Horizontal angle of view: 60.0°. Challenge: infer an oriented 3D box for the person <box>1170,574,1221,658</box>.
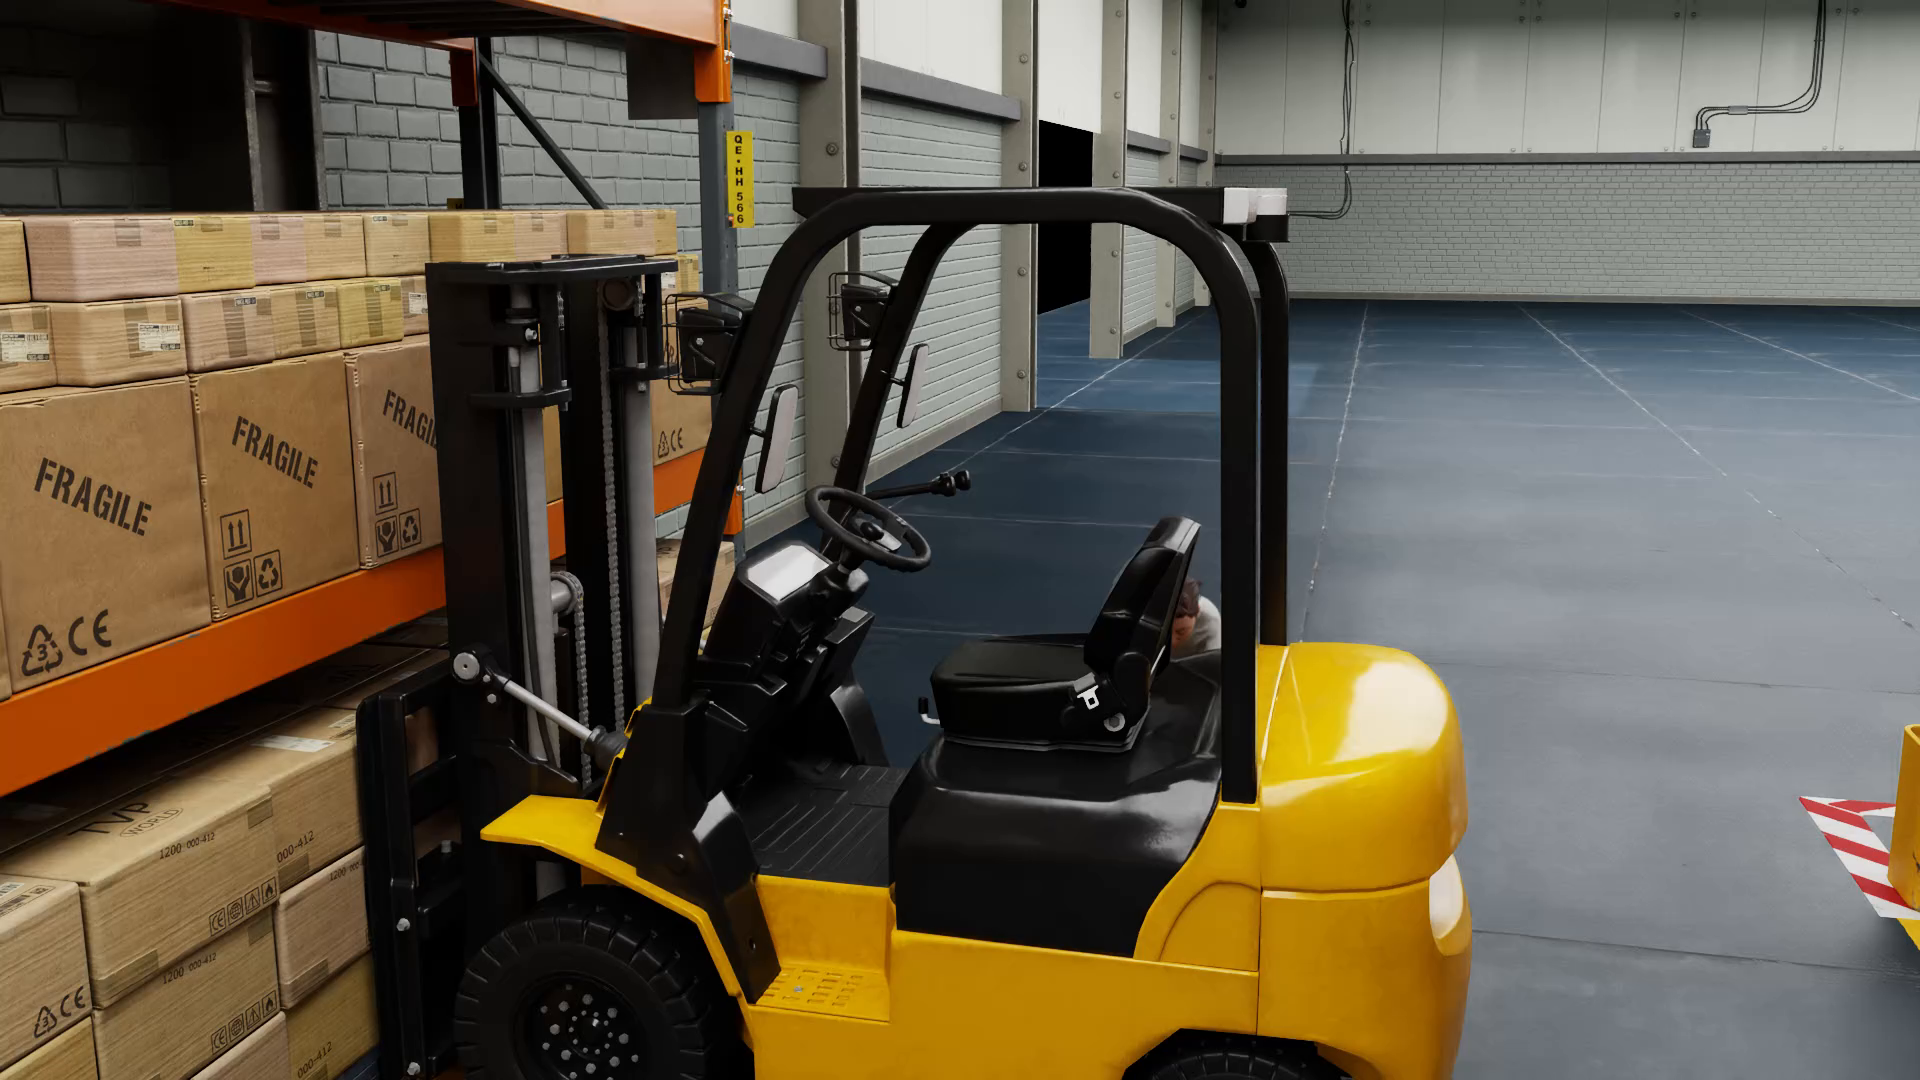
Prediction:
[{"bbox_3d":[0.704,0.517,5.756,0.466,0.950,0.815,3,12,12],"label":"person"}]
